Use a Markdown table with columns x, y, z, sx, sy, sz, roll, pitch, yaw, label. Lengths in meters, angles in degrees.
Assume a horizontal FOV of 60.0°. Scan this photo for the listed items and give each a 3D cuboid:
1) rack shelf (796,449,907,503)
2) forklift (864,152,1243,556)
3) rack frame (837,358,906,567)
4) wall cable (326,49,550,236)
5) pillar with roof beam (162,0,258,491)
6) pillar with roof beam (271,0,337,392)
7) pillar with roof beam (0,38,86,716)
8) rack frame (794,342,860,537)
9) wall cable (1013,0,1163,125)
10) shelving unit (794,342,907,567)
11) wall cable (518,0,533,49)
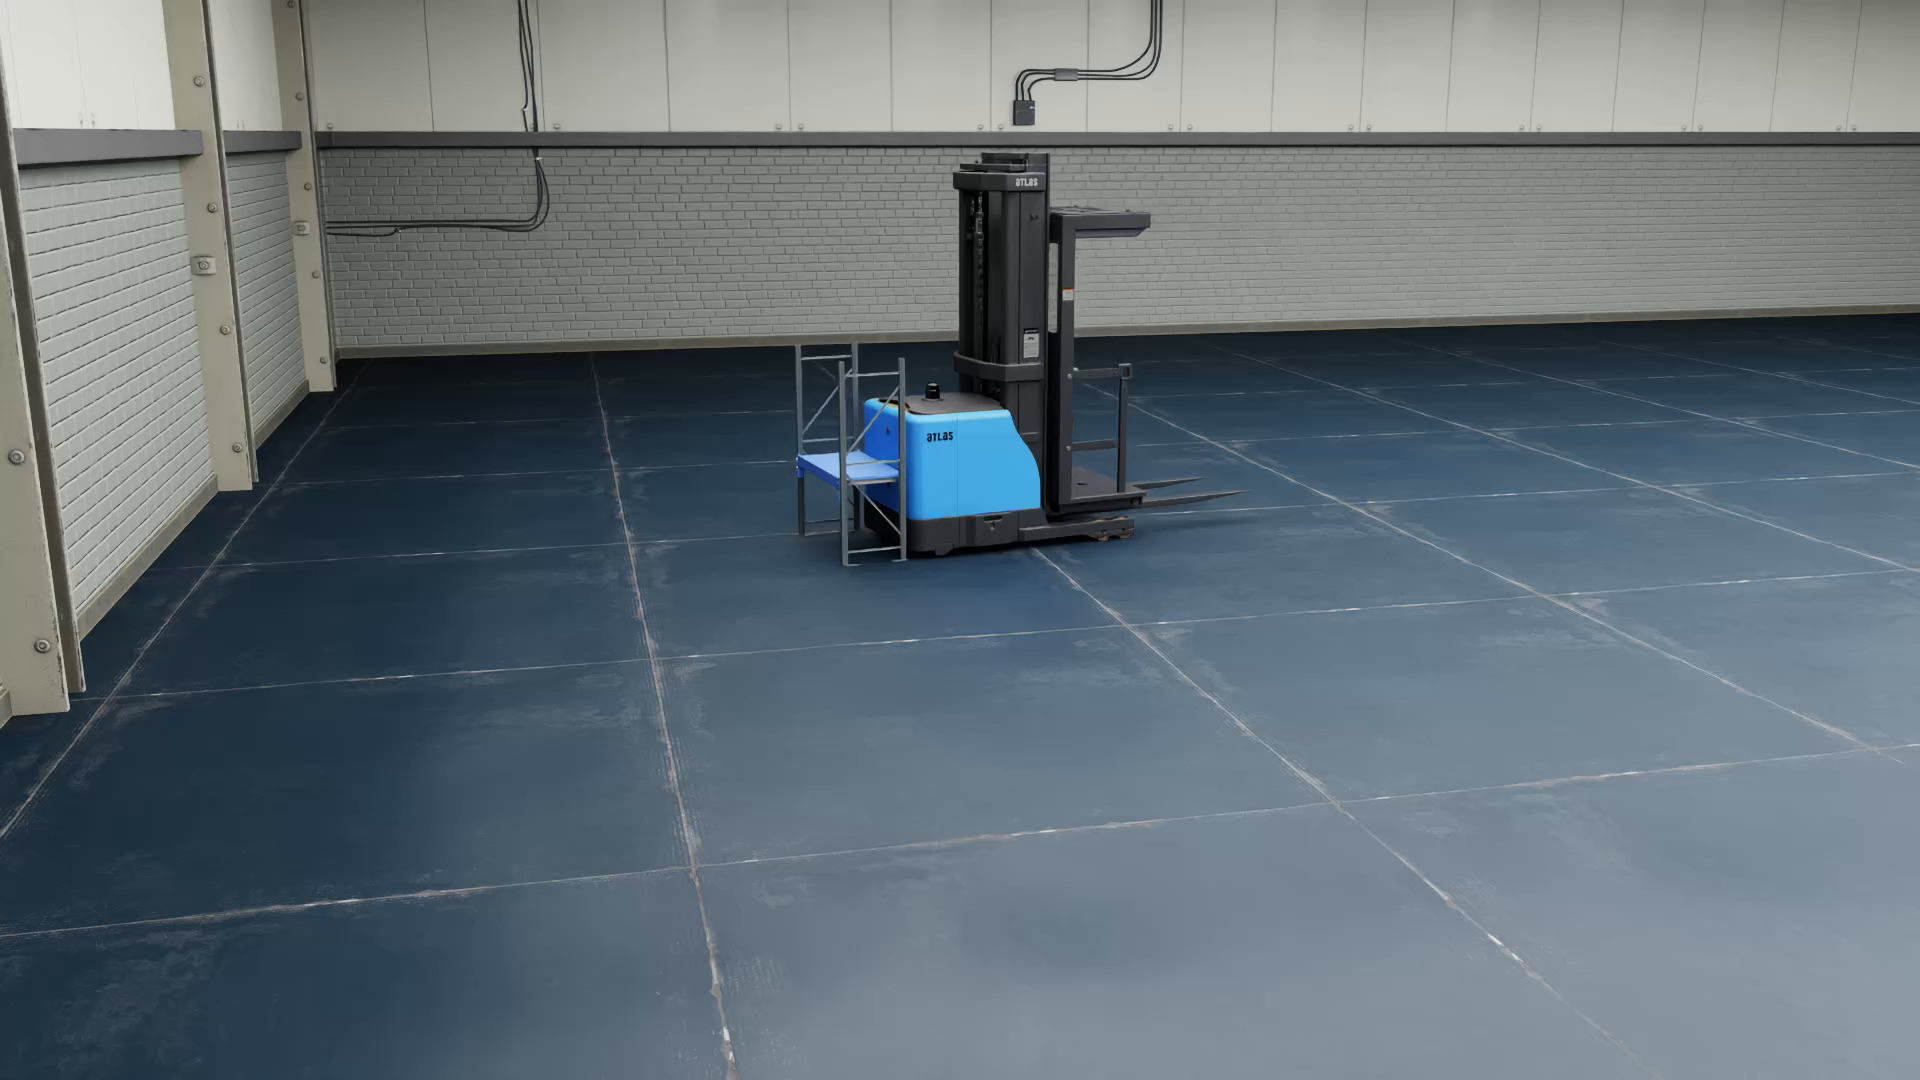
| x | y | z | sx | sy | sz | roll | pitch | yaw | label |
| --- | --- | --- | --- | --- | --- | --- | --- | --- | --- |
| -0.831 | -0.492 | 12.539 | 0.538 | 0.185 | 1.000 | -6 | 15 | -22 | rack shelf |
| 0.804 | -1.523 | 12.986 | 3.031 | 2.935 | 1.130 | -6 | 15 | -24 | forklift |
| -0.633 | -0.556 | 12.042 | 0.500 | 1.500 | 0.032 | -6 | 15 | -22 | rack frame |
| -7.300 | -5.484 | 22.955 | 3.097 | 2.526 | 0.112 | -3 | 14 | -13 | wall cable |
| -2.300 | -5.095 | 14.819 | 9.100 | 9.000 | 0.400 | -3 | 14 | -13 | pillar with roof beam |
| -3.709 | -6.479 | 20.485 | 9.100 | 9.000 | 0.400 | -3 | 14 | -13 | pillar with roof beam |
| -0.891 | -3.710 | 9.154 | 9.100 | 9.000 | 0.400 | -3 | 14 | -13 | pillar with roof beam |
| -1.029 | -0.778 | 12.951 | 0.500 | 1.500 | 0.032 | -6 | 15 | -22 | rack frame |
| 1.932 | -9.170 | 24.333 | 2.305 | 6.003 | 0.169 | -3 | 14 | -13 | wall cable |
| -0.831 | -0.667 | 12.496 | 0.538 | 1.500 | 1.048 | -6 | 15 | -22 | shelving unit |
| -4.670 | -8.088 | 22.972 | 3.097 | 2.526 | 0.112 | -3 | 14 | -13 | wall cable |
